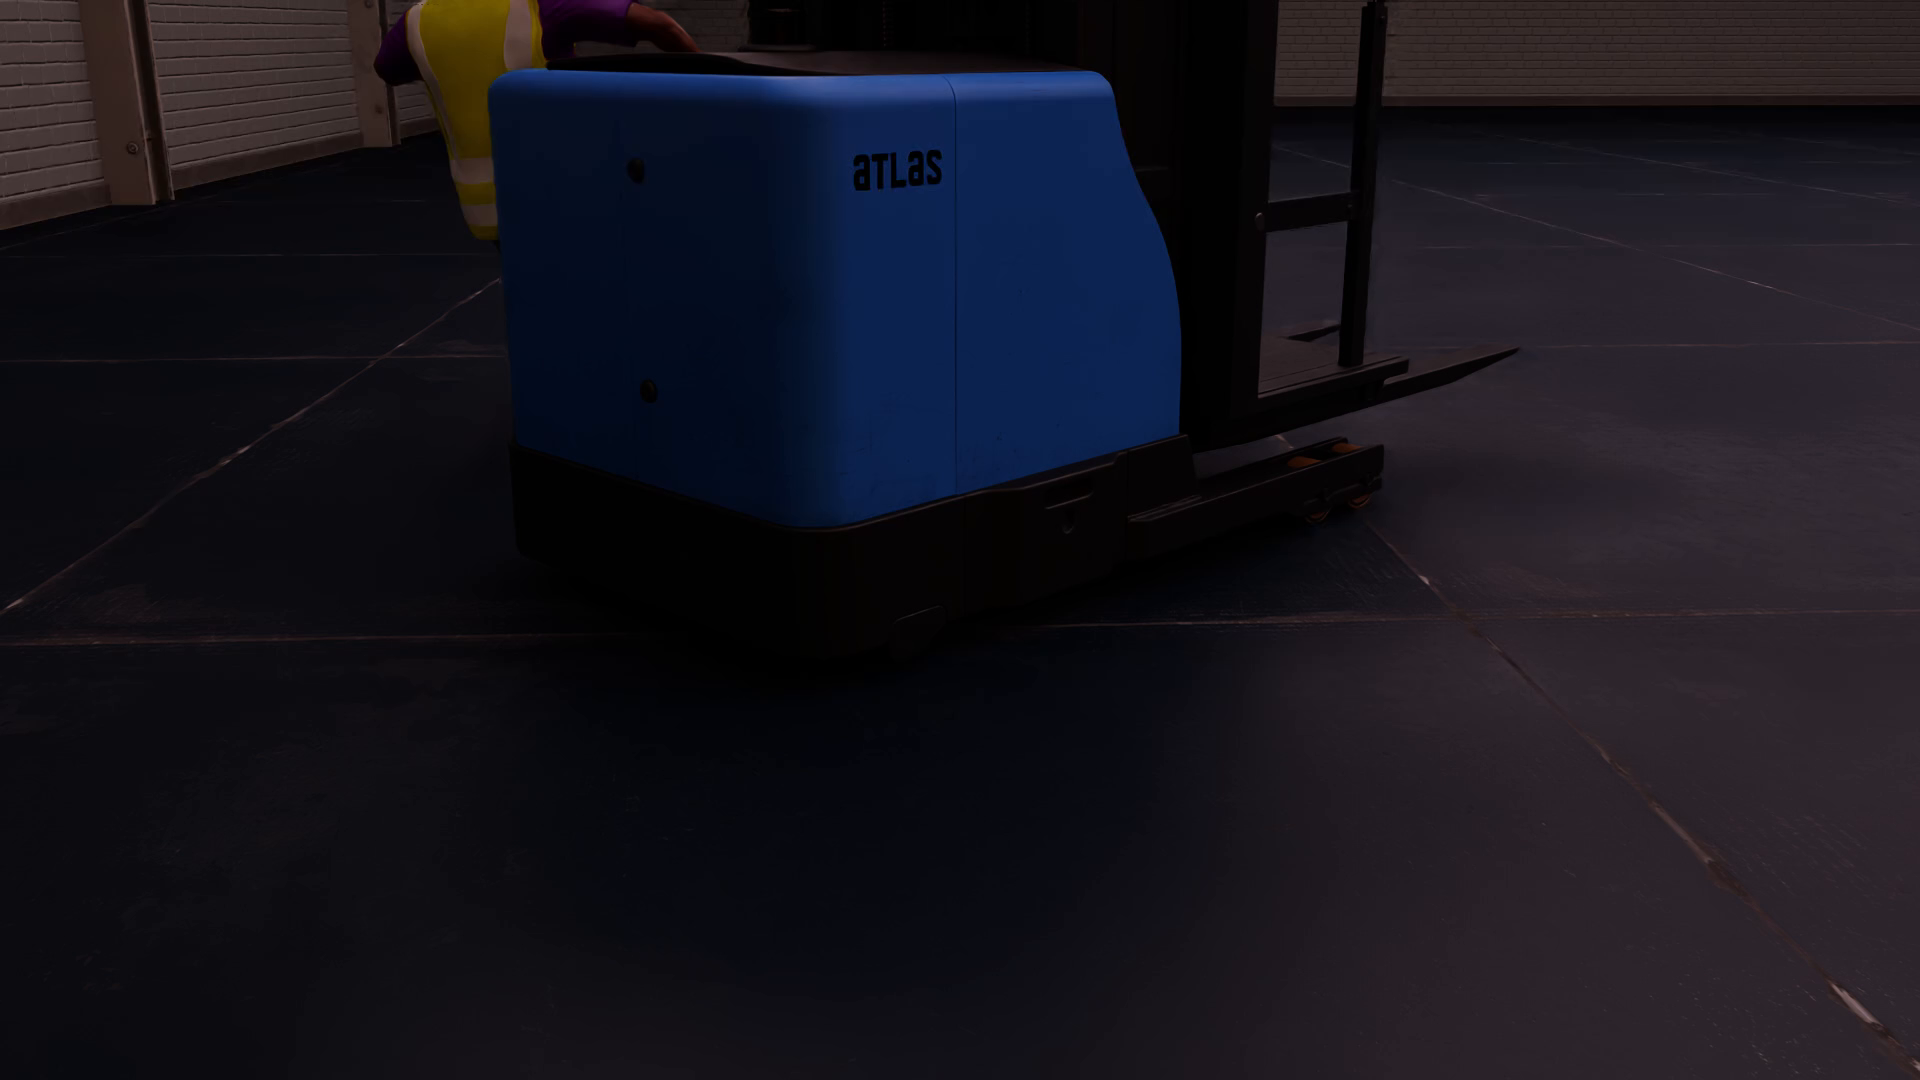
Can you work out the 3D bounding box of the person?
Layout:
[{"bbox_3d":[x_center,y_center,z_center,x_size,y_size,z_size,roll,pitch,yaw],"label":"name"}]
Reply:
[{"bbox_3d":[-1.128,-1.092,4.891,1.126,1.534,0.892,3,17,11],"label":"person"}]

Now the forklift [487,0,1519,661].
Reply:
[{"bbox_3d":[0.422,-1.531,3.912,1.130,2.935,3.031,16,23,42],"label":"forklift"}]
